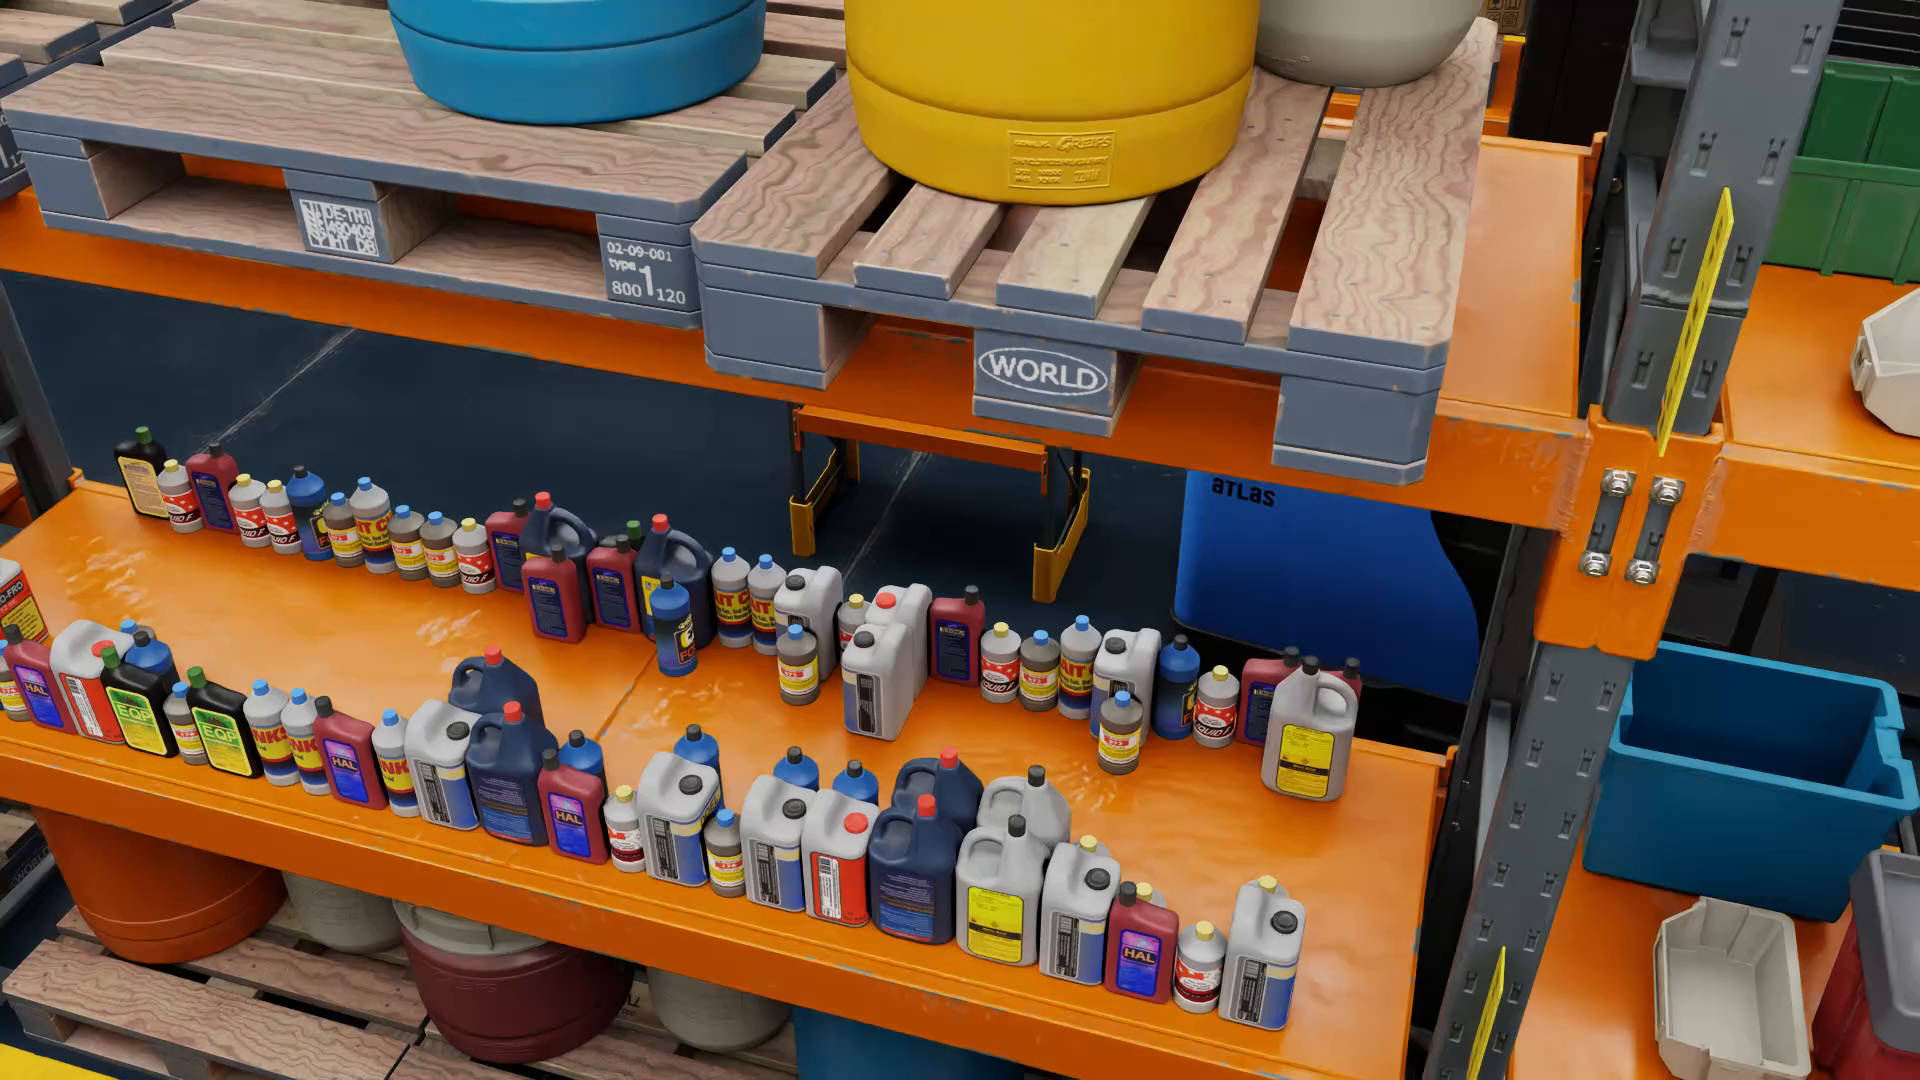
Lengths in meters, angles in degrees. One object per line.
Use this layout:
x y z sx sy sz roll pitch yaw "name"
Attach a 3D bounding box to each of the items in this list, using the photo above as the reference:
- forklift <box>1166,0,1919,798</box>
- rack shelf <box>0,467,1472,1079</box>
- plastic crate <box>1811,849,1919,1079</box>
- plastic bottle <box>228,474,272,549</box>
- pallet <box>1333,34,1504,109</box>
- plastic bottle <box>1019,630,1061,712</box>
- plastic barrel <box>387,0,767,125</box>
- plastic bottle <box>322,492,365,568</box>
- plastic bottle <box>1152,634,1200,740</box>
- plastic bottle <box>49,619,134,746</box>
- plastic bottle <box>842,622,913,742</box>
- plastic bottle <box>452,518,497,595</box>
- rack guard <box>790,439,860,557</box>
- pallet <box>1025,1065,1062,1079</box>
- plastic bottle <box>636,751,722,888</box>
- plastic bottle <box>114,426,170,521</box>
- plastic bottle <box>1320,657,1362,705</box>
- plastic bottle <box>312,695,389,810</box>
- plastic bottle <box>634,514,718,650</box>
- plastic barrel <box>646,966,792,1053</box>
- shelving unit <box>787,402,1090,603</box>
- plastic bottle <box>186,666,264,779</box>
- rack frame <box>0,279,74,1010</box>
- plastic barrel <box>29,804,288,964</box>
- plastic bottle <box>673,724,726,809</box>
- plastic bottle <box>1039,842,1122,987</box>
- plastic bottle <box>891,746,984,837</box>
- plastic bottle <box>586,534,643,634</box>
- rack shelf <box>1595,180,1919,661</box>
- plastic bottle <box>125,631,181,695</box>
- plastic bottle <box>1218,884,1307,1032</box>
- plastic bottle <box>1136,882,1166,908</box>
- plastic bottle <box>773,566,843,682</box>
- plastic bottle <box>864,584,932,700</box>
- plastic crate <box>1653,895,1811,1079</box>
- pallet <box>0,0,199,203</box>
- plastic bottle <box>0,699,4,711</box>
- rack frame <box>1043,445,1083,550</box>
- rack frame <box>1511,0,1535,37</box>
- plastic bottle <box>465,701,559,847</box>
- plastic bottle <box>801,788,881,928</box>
2.303 -0.555 5.031 3.031 2.935 1.130 15 39 20 "forklift"
-0.846 0.575 4.045 4.000 0.370 1.077 10 38 14 "rack shelf"
1.841 0.889 2.907 0.583 0.464 0.402 10 38 14 "plastic crate"
-1.916 -0.086 4.504 0.097 0.201 0.097 0 36 0 "plastic bottle"
1.814 -2.288 7.491 1.213 0.211 1.003 10 38 14 "pallet"
0.190 0.304 3.974 0.097 0.201 0.097 0 36 0 "plastic bottle"
-0.611 -1.155 2.481 0.708 0.901 0.600 10 38 14 "plastic barrel"
-1.638 -0.035 4.434 0.097 0.201 0.097 0 36 0 "plastic bottle"
0.505 0.334 3.874 0.097 0.271 0.097 0 36 0 "plastic bottle"
-1.996 0.323 3.885 0.135 0.276 0.152 10 38 14 "plastic bottle"
-0.194 0.314 3.897 0.135 0.276 0.152 10 38 14 "plastic bottle"
-1.266 0.034 4.341 0.097 0.201 0.097 0 36 0 "plastic bottle"
-0.548 -0.202 6.814 0.087 0.250 0.587 10 38 14 "rack guard"
0.339 1.602 4.395 1.213 0.211 1.003 10 38 14 "pallet"
-0.589 0.584 3.531 0.135 0.276 0.152 10 38 14 "plastic bottle"
-2.241 -0.191 4.577 0.133 0.283 0.061 10 38 14 "plastic bottle"
0.841 0.380 3.802 0.133 0.283 0.061 10 38 14 "plastic bottle"
-1.349 0.469 3.681 0.133 0.283 0.061 10 38 14 "plastic bottle"
-0.707 0.092 4.136 0.185 0.351 0.144 10 38 14 "plastic bottle"
-0.639 1.091 4.482 0.421 0.512 0.421 0 36 0 "plastic barrel"
-0.073 -0.618 6.324 1.083 1.500 0.587 10 38 14 "shelving unit"
-1.662 0.411 3.760 0.133 0.283 0.061 10 38 14 "plastic bottle"
-2.755 -0.068 4.312 0.127 3.000 1.000 10 38 14 "rack frame"
-2.283 0.714 4.726 0.708 0.830 0.600 10 38 14 "plastic barrel"
-0.570 0.512 3.633 0.097 0.271 0.097 0 36 0 "plastic bottle"
0.242 0.738 3.322 0.135 0.276 0.152 10 38 14 "plastic bottle"
-0.045 0.567 3.490 0.185 0.351 0.144 10 38 14 "plastic bottle"
-0.865 0.102 4.179 0.133 0.283 0.061 10 38 14 "plastic bottle"
2.972 0.074 2.195 4.000 0.370 1.077 10 38 14 "rack shelf"
-1.876 0.327 3.884 0.097 0.271 0.097 0 36 0 "plastic bottle"
0.591 0.802 3.234 0.135 0.276 0.152 10 38 14 "plastic bottle"
0.363 0.769 3.342 0.097 0.201 0.097 0 36 0 "plastic bottle"
-0.370 0.187 4.070 0.135 0.276 0.152 10 38 14 "plastic bottle"
-0.149 0.228 4.014 0.135 0.276 0.152 10 38 14 "plastic bottle"
1.465 0.884 3.190 0.243 0.136 0.396 10 38 14 "plastic crate"
-2.054 -1.009 3.220 1.213 0.211 1.003 10 38 14 "pallet"
-2.335 0.279 3.949 0.097 0.271 0.097 0 36 0 "plastic bottle"
0.404 -0.529 6.204 0.032 1.500 0.500 10 38 14 "rack frame"
4.018 -4.966 10.967 0.127 3.000 1.000 10 38 14 "rack frame"
-0.963 0.487 3.599 0.185 0.351 0.144 10 38 14 "plastic bottle"
-0.239 0.649 3.443 0.135 0.276 0.152 10 38 14 "plastic bottle"
